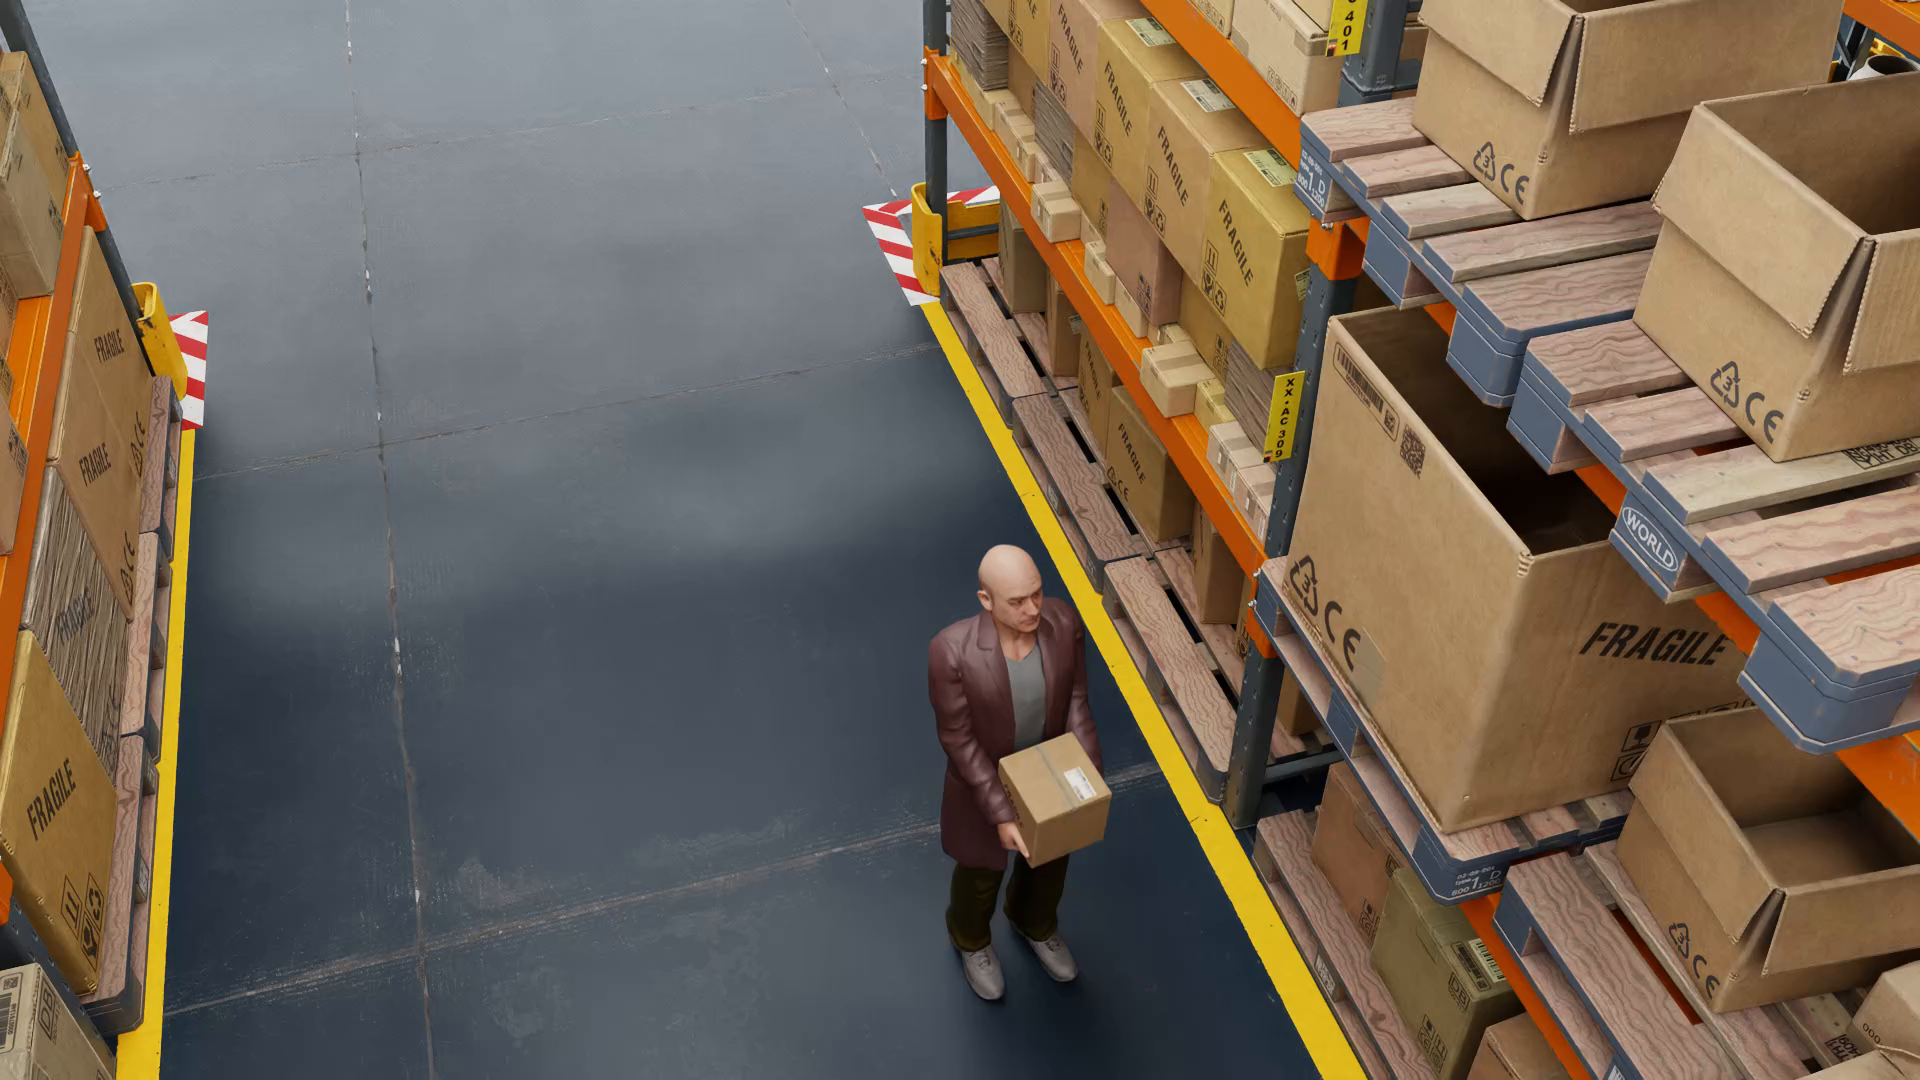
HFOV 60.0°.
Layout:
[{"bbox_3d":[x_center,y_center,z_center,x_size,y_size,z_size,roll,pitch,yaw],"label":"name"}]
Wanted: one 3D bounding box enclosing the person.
[{"bbox_3d":[0.207,0.884,5.329,0.530,1.573,0.563,-18,45,-19],"label":"person"}]
